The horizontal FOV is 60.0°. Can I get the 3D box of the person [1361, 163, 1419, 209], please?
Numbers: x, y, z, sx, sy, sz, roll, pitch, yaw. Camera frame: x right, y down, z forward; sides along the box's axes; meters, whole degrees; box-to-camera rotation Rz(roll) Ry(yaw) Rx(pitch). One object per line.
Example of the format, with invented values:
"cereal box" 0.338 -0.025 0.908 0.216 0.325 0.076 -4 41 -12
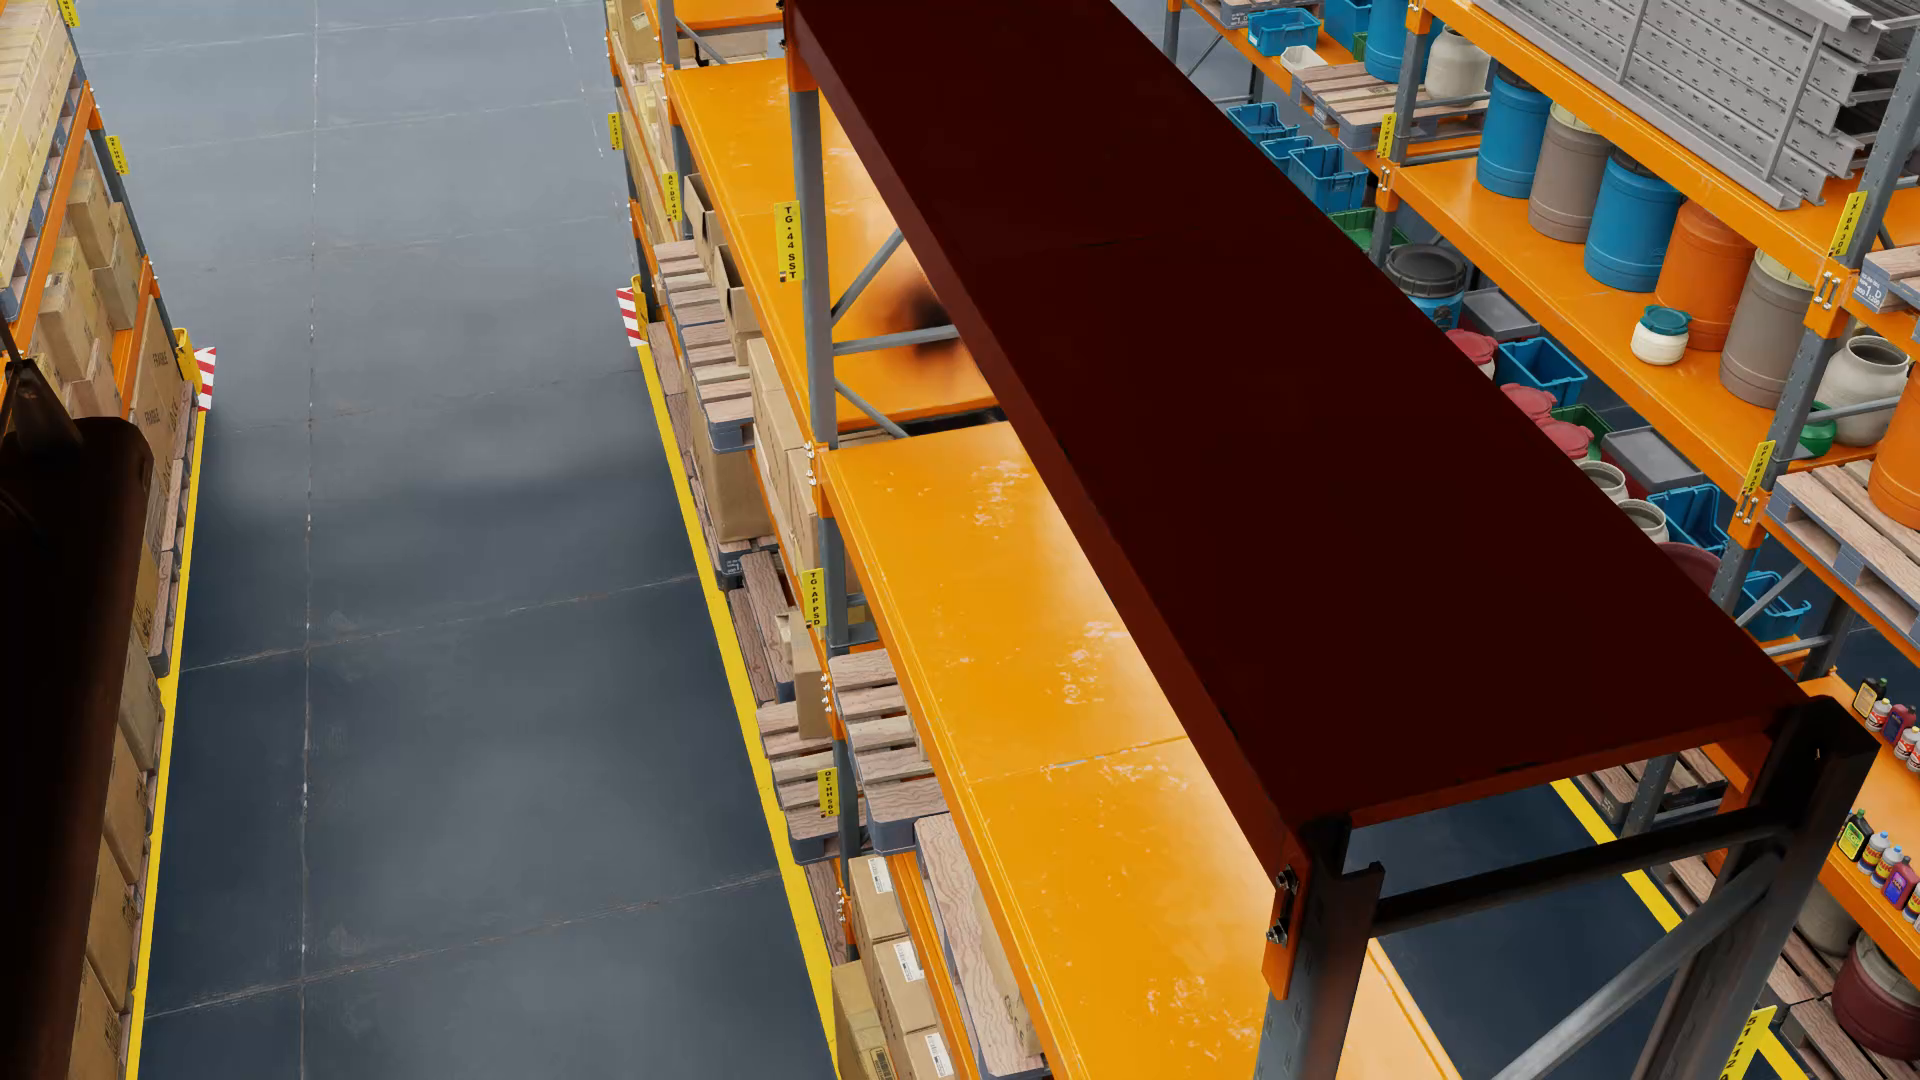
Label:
"person" 4.055 -3.323 15.655 0.680 1.695 0.692 -15 41 -18
